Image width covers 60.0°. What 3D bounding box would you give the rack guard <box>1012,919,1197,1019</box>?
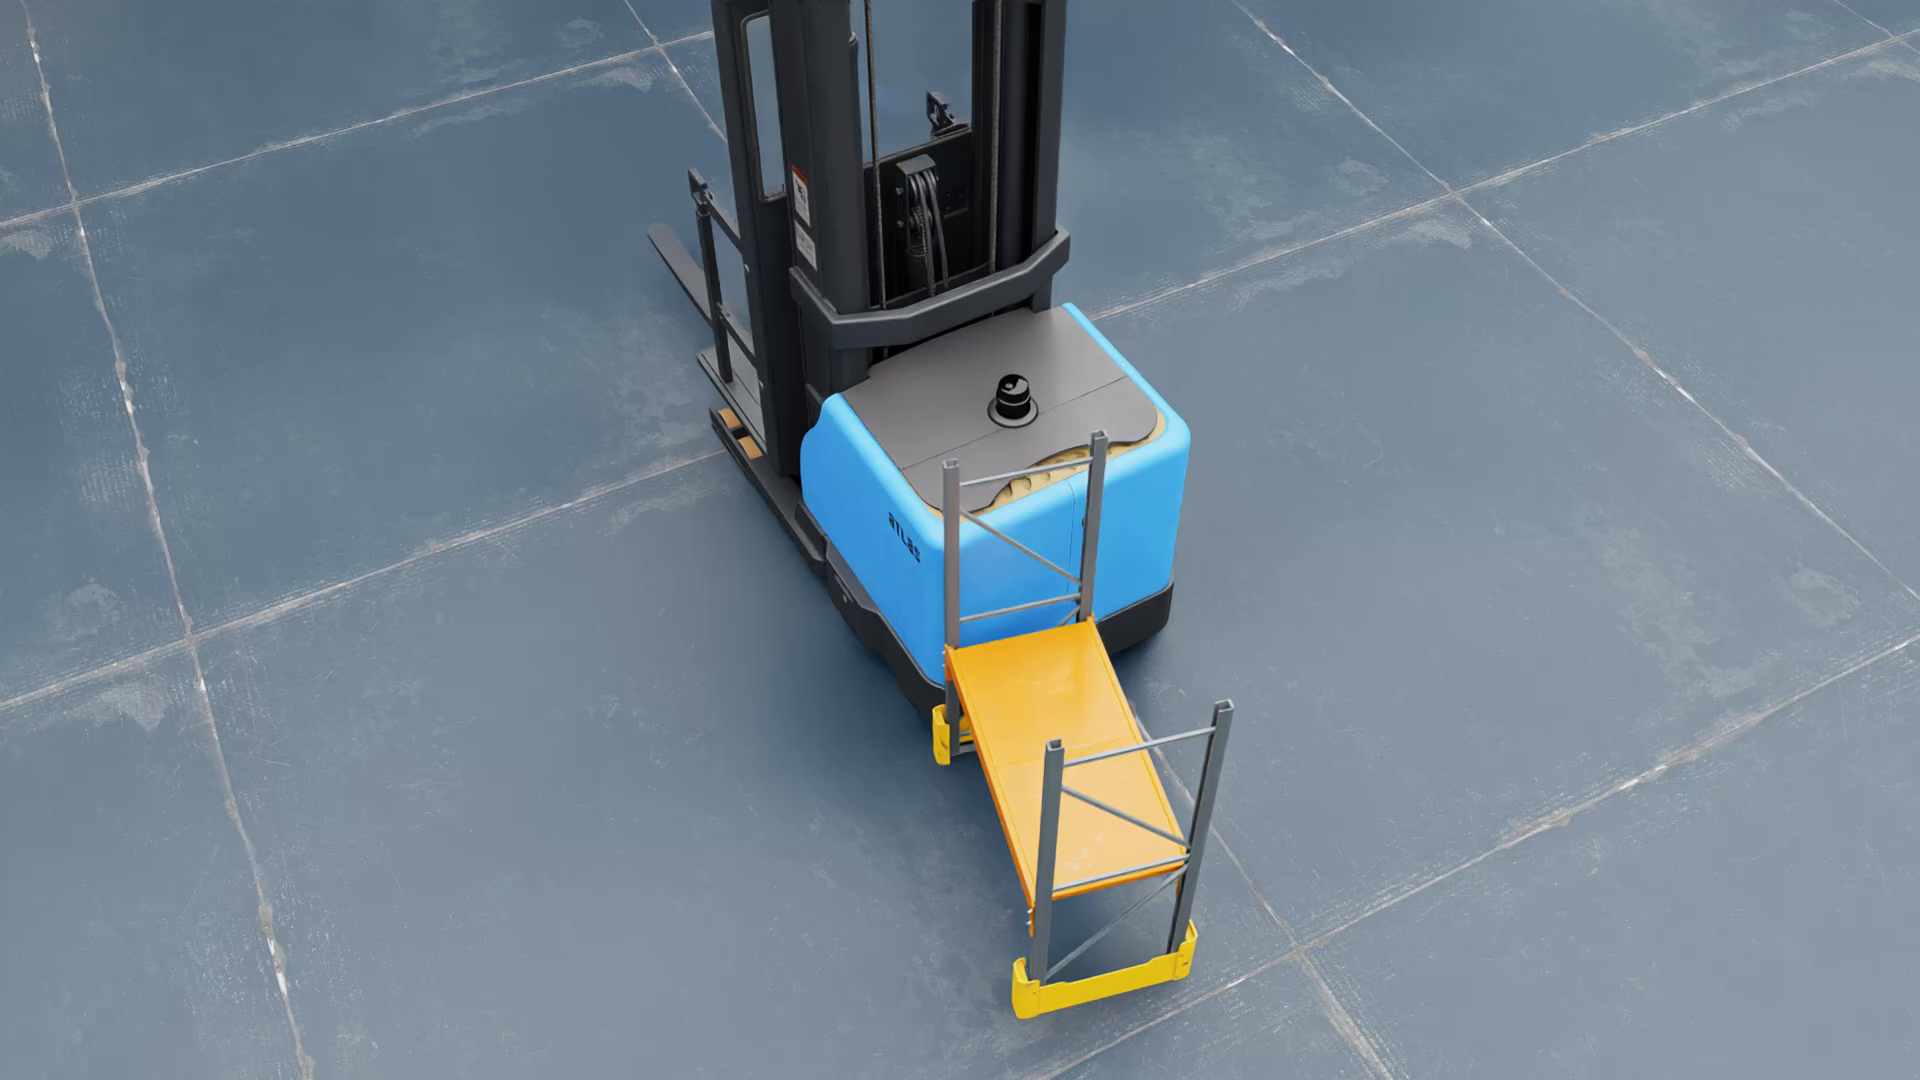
[{"bbox_3d":[0.456,1.362,5.286,0.587,0.250,0.087,-12,50,-10],"label":"rack guard"}]

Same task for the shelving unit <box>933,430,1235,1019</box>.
[{"bbox_3d":[0.325,0.588,5.132,0.587,1.500,1.083,-12,50,-10],"label":"shelving unit"}]

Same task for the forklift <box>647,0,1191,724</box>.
[{"bbox_3d":[-0.384,-1.396,5.916,1.130,2.935,3.031,-24,53,-19],"label":"forklift"}]

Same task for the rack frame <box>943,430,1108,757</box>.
[{"bbox_3d":[0.194,0.226,5.449,0.500,1.500,0.032,-12,50,-10],"label":"rack frame"}]

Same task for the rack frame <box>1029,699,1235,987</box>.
[{"bbox_3d":[0.461,0.964,4.803,0.500,1.500,0.032,-12,50,-10],"label":"rack frame"}]

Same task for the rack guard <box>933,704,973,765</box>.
[{"bbox_3d":[0.194,0.638,5.918,0.587,0.250,0.087,-12,50,-10],"label":"rack guard"}]

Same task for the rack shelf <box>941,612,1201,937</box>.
[{"bbox_3d":[0.328,0.713,5.261,0.538,0.185,1.000,-12,50,-10],"label":"rack shelf"}]
